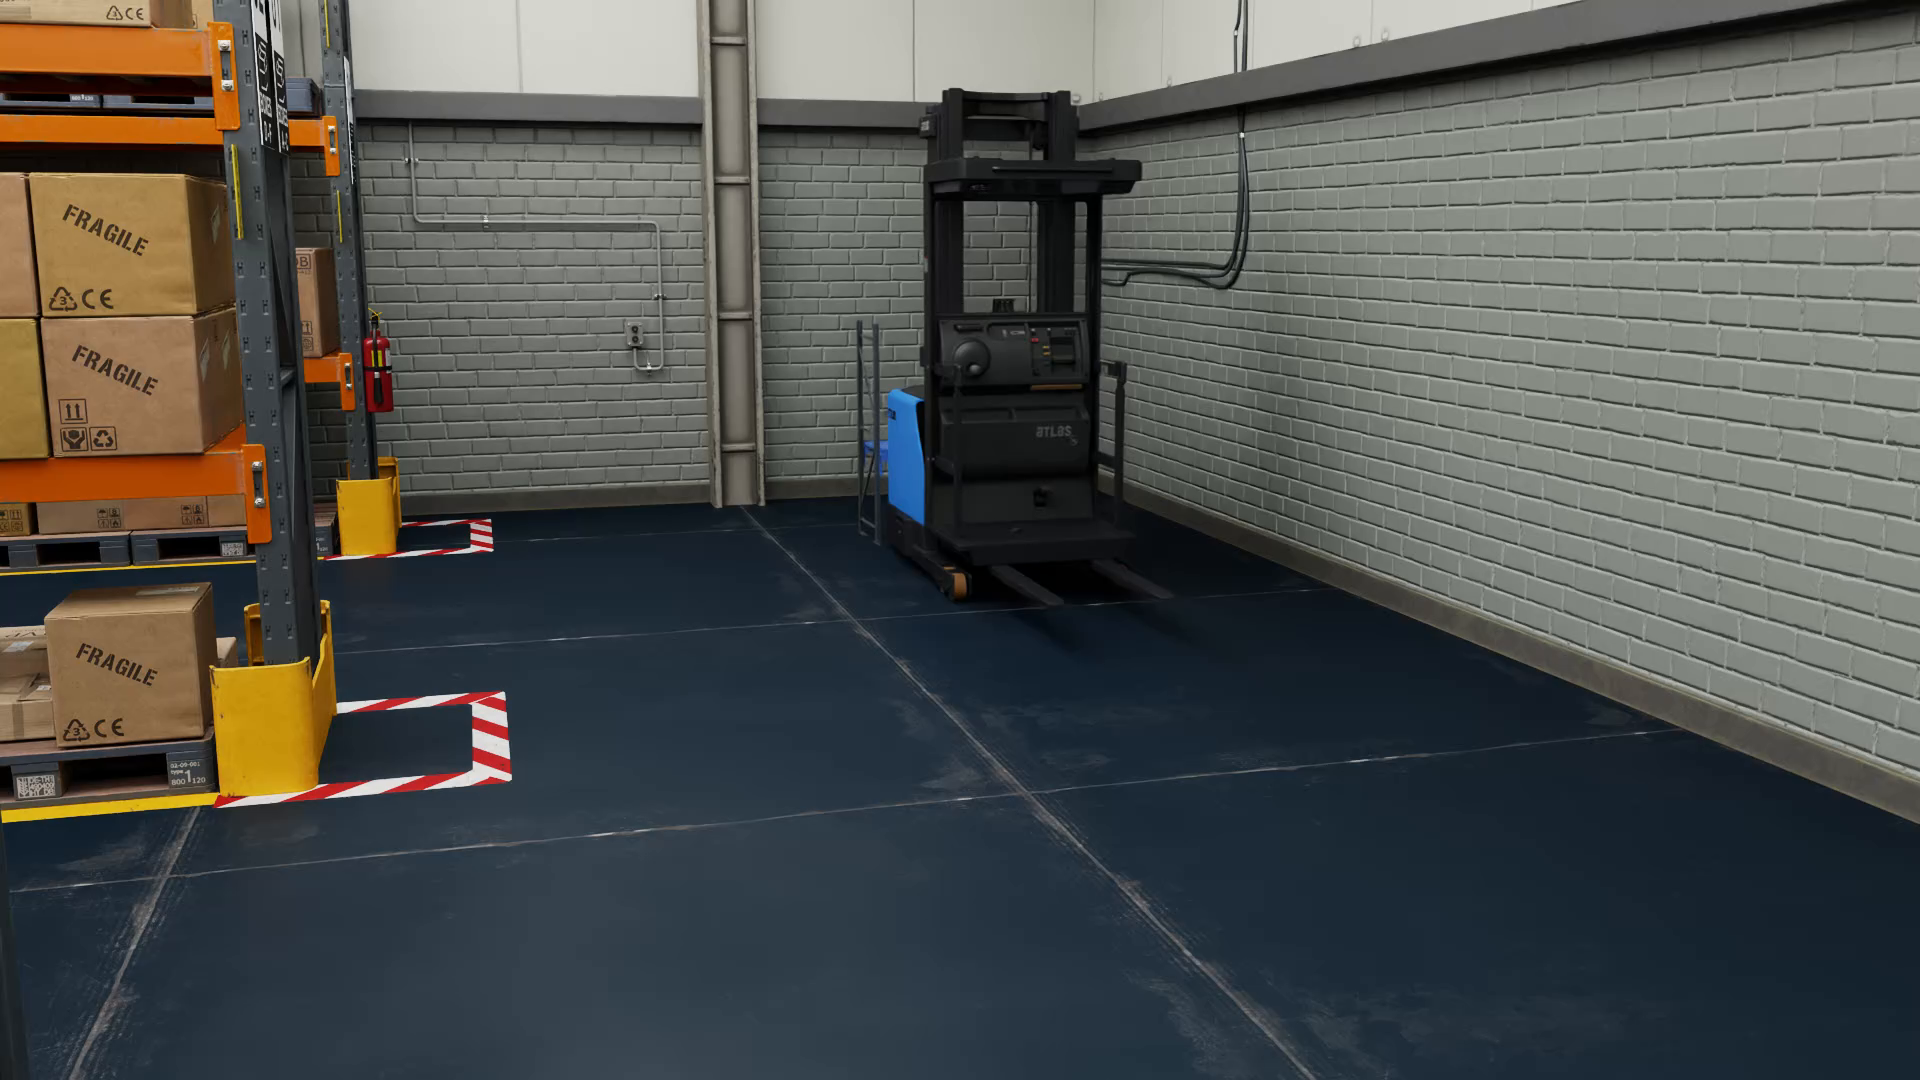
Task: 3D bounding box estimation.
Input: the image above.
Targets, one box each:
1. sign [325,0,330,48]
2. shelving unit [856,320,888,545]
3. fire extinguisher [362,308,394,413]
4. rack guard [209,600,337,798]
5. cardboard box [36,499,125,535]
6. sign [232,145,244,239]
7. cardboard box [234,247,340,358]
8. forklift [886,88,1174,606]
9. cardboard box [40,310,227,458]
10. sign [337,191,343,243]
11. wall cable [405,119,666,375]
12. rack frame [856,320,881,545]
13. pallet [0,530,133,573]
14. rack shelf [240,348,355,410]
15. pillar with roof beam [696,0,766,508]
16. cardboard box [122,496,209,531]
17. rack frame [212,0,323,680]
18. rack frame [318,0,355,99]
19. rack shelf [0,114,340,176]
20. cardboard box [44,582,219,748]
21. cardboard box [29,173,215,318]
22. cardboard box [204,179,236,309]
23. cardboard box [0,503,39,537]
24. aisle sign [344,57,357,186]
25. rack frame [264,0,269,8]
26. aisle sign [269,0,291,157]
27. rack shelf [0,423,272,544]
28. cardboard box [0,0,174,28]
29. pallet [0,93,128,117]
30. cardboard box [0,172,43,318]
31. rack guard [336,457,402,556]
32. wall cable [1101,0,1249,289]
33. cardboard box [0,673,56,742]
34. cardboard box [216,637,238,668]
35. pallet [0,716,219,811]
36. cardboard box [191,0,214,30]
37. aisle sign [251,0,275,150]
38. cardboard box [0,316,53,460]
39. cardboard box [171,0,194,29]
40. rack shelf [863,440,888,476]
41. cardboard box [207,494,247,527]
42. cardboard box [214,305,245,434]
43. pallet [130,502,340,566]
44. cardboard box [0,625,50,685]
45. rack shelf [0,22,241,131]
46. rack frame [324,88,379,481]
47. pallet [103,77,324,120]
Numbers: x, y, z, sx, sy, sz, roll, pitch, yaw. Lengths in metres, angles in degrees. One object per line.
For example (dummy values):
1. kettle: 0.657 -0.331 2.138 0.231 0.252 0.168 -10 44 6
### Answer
1. sign: -3.965 -3.252 10.416 0.005 0.325 0.100 -3 11 -16
2. shelving unit: -0.147 -0.777 11.624 1.048 1.500 0.538 -3 11 -17
3. fire extinguisher: -3.829 -1.182 10.923 0.183 0.674 0.296 -3 11 -16
4. rack guard: -2.788 0.619 6.806 0.348 0.500 1.175 -3 11 -16
5. cardboard box: -5.710 -0.349 10.902 0.500 0.500 0.700 -3 11 -18
6. sign: -2.579 -1.242 5.937 0.005 0.325 0.100 -3 11 -16
7. cardboard box: -4.590 -1.596 11.100 0.700 0.700 0.980 -3 11 -13
8. forklift: 0.389 -1.169 9.799 1.130 2.935 3.031 -3 11 -15
9. cardboard box: -3.069 -0.594 6.211 0.500 0.500 0.500 -3 11 -14
10. sign: -3.965 -2.066 10.634 0.005 0.325 0.100 -3 11 -16
11. wall cable: -3.138 -2.204 12.430 1.851 1.984 0.084 -3 11 -16
12. rack frame: -0.632 -0.749 11.473 0.032 1.500 0.500 -3 11 -17
13. pallet: -6.018 0.011 10.904 1.213 0.211 1.003 -3 11 -16
14. rack shelf: -6.023 -1.021 10.792 4.000 0.370 1.077 -3 11 -16
15. pillar with roof beam: -0.549 -3.965 8.227 0.400 9.000 9.100 -3 11 -16
16. cardboard box: -5.227 -0.375 11.041 0.500 0.500 0.700 -3 11 -16
17. rack frame: -2.715 -0.615 6.600 0.127 3.000 1.000 -3 11 -16
18. rack frame: -4.103 -4.426 10.734 0.127 3.000 1.000 -3 11 -16
19. rack shelf: -6.023 -2.496 10.521 4.000 0.370 1.077 -3 11 -16
20. cardboard box: -3.168 0.469 6.405 0.500 0.500 0.500 -3 11 -16
21. cardboard box: -3.065 -1.085 6.119 0.500 0.500 0.500 -3 11 -16
22. cardboard box: -3.214 -1.179 6.628 0.500 0.500 0.500 -3 11 -14
23. cardboard box: -6.220 -0.321 10.748 0.500 0.500 0.700 -3 11 -15
24. aisle sign: -3.950 -2.706 10.778 0.004 0.787 0.394 -3 11 -16
25. rack frame: -2.715 -3.565 6.057 0.127 3.000 1.000 -3 11 -16
26. aisle sign: -2.731 -1.948 6.661 0.004 0.787 0.394 -3 11 -16
27. rack shelf: -4.635 -0.160 6.115 4.000 0.370 1.077 -3 11 -16
28. cardboard box: -3.134 -1.944 5.952 0.500 0.250 0.500 -3 11 -16
29. pallet: -5.986 -2.805 10.460 1.213 0.211 1.003 -3 11 -16
30. cardboard box: -3.550 -1.059 5.979 0.500 0.500 0.500 -3 11 -14
31. rack guard: -4.080 -0.247 11.510 0.348 0.500 1.175 -3 11 -16
32. wall cable: 1.428 -3.123 12.232 0.112 2.526 3.097 -3 11 -16
33. cardboard box: -3.582 0.638 6.408 0.250 0.166 0.380 -3 11 -16
34. cardboard box: -3.213 0.533 7.028 0.250 0.149 0.380 -3 11 -16
35. pallet: -3.553 0.801 6.612 1.213 0.211 1.003 -3 11 -16
36. cardboard box: -4.729 -3.417 10.445 0.500 0.500 0.500 -3 11 -16
37. aisle sign: -2.564 -1.843 6.094 0.004 0.787 0.394 -3 11 -16
38. cardboard box: -3.566 -0.567 6.065 0.500 0.500 0.500 -3 11 -15
39. cardboard box: -3.279 -2.034 6.441 0.500 0.250 0.500 -3 11 -16
40. rack shelf: -0.147 -0.600 11.657 1.000 0.185 0.538 -3 11 -17
41. cardboard box: -4.747 -0.400 11.178 0.500 0.500 0.700 -3 11 -16
42. cardboard box: -3.214 -0.687 6.718 0.500 0.500 0.500 -3 11 -15
43. pallet: -4.849 -0.050 11.236 1.213 0.211 1.003 -3 11 -16
44. cardboard box: -3.796 0.525 6.790 0.500 0.250 0.500 -3 11 -16
45. rack shelf: -4.635 -1.635 5.844 4.000 0.370 1.077 -3 11 -16
46. rack frame: -4.103 -1.476 11.277 0.127 3.000 1.000 -3 11 -16
47. pallet: -4.812 -2.868 10.799 1.213 0.211 1.003 -3 11 -16
